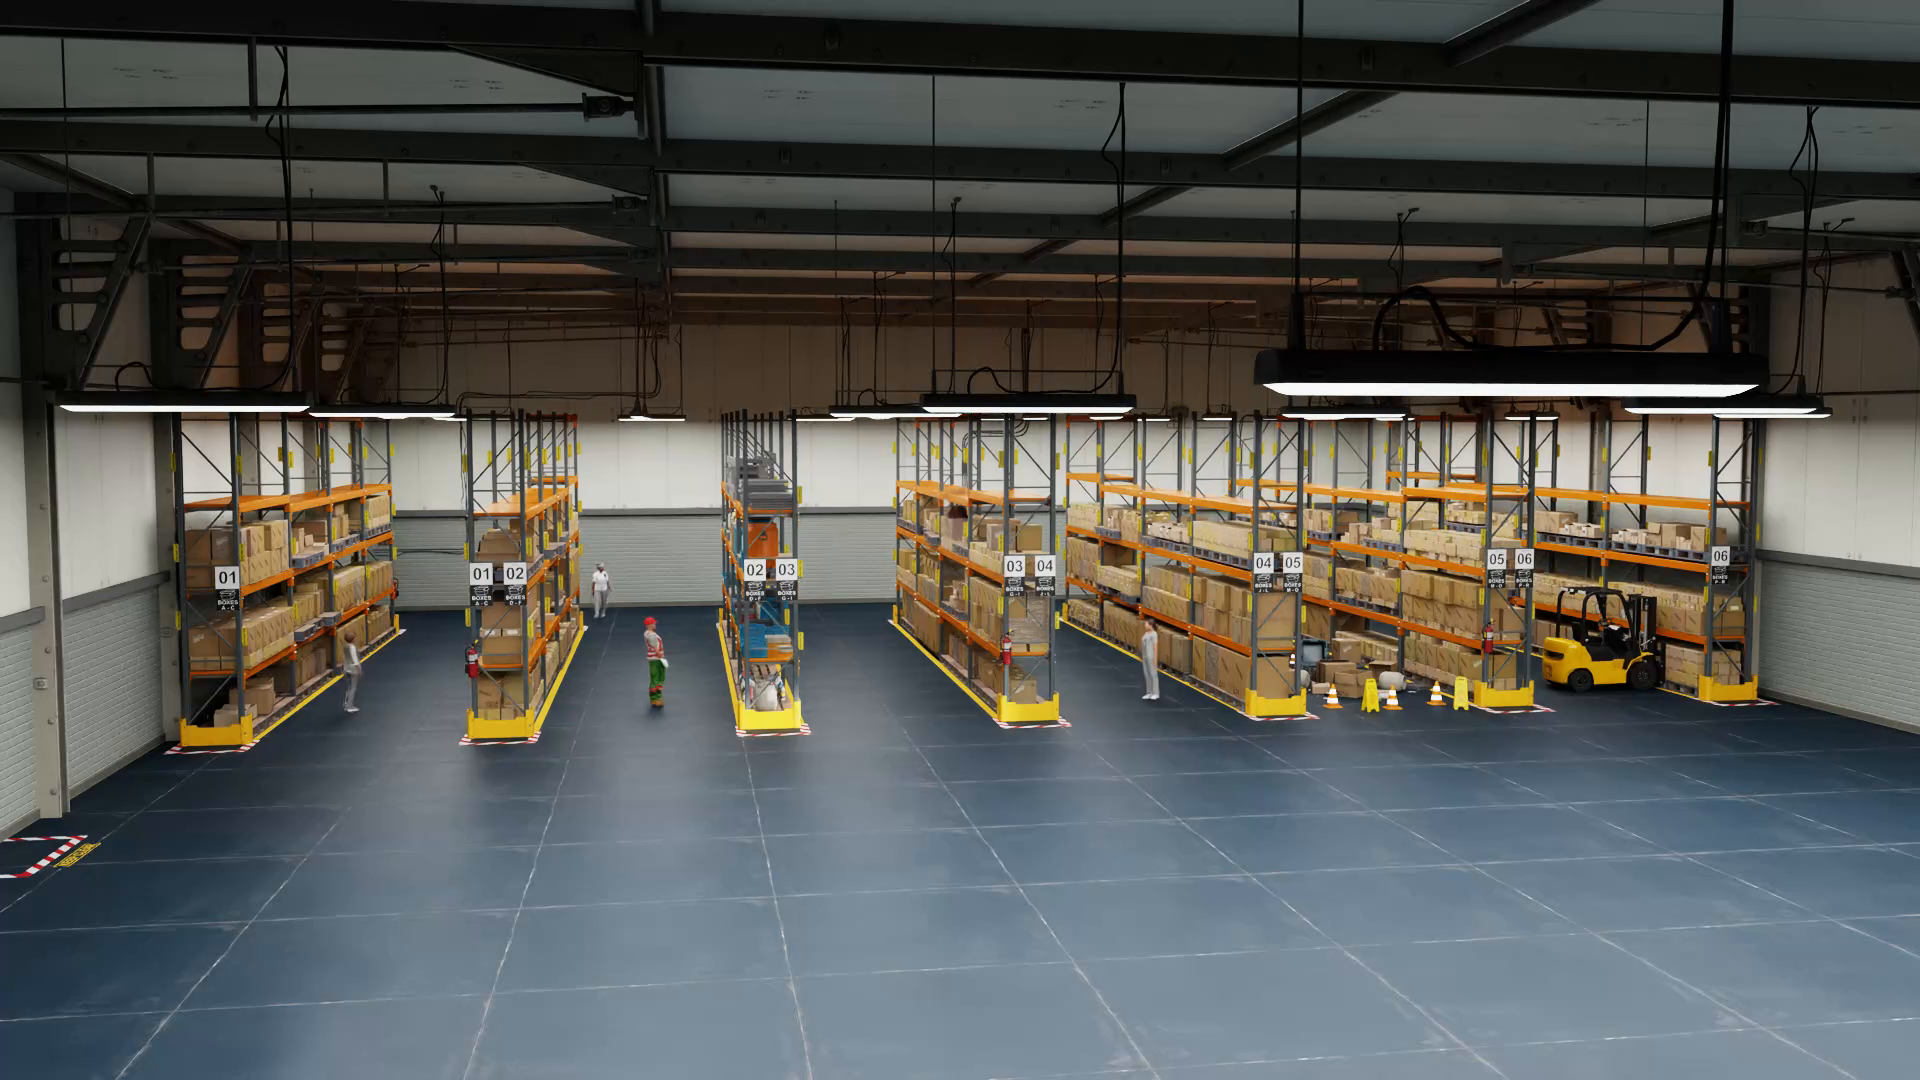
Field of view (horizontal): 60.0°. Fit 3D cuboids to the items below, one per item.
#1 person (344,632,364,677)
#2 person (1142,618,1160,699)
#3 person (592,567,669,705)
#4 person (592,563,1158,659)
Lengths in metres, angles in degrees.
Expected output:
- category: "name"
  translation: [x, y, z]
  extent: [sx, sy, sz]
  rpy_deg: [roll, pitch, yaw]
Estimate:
- category: "person"
  translation: [-12.058, 2.273, 32.974]
  extent: [0.448, 0.925, 0.333]
  rpy_deg: [2, 4, 25]
- category: "person"
  translation: [3.980, 2.484, 34.597]
  extent: [0.376, 1.707, 0.539]
  rpy_deg: [-2, 4, -22]
- category: "person"
  translation: [-8.363, 1.959, 41.349]
  extent: [7.275, 1.830, 14.637]
  rpy_deg: [1, 4, 9]
- category: "person"
  translation: [-3.342, 1.972, 41.785]
  extent: [11.933, 1.643, 17.441]
  rpy_deg: [-1, 4, -11]
